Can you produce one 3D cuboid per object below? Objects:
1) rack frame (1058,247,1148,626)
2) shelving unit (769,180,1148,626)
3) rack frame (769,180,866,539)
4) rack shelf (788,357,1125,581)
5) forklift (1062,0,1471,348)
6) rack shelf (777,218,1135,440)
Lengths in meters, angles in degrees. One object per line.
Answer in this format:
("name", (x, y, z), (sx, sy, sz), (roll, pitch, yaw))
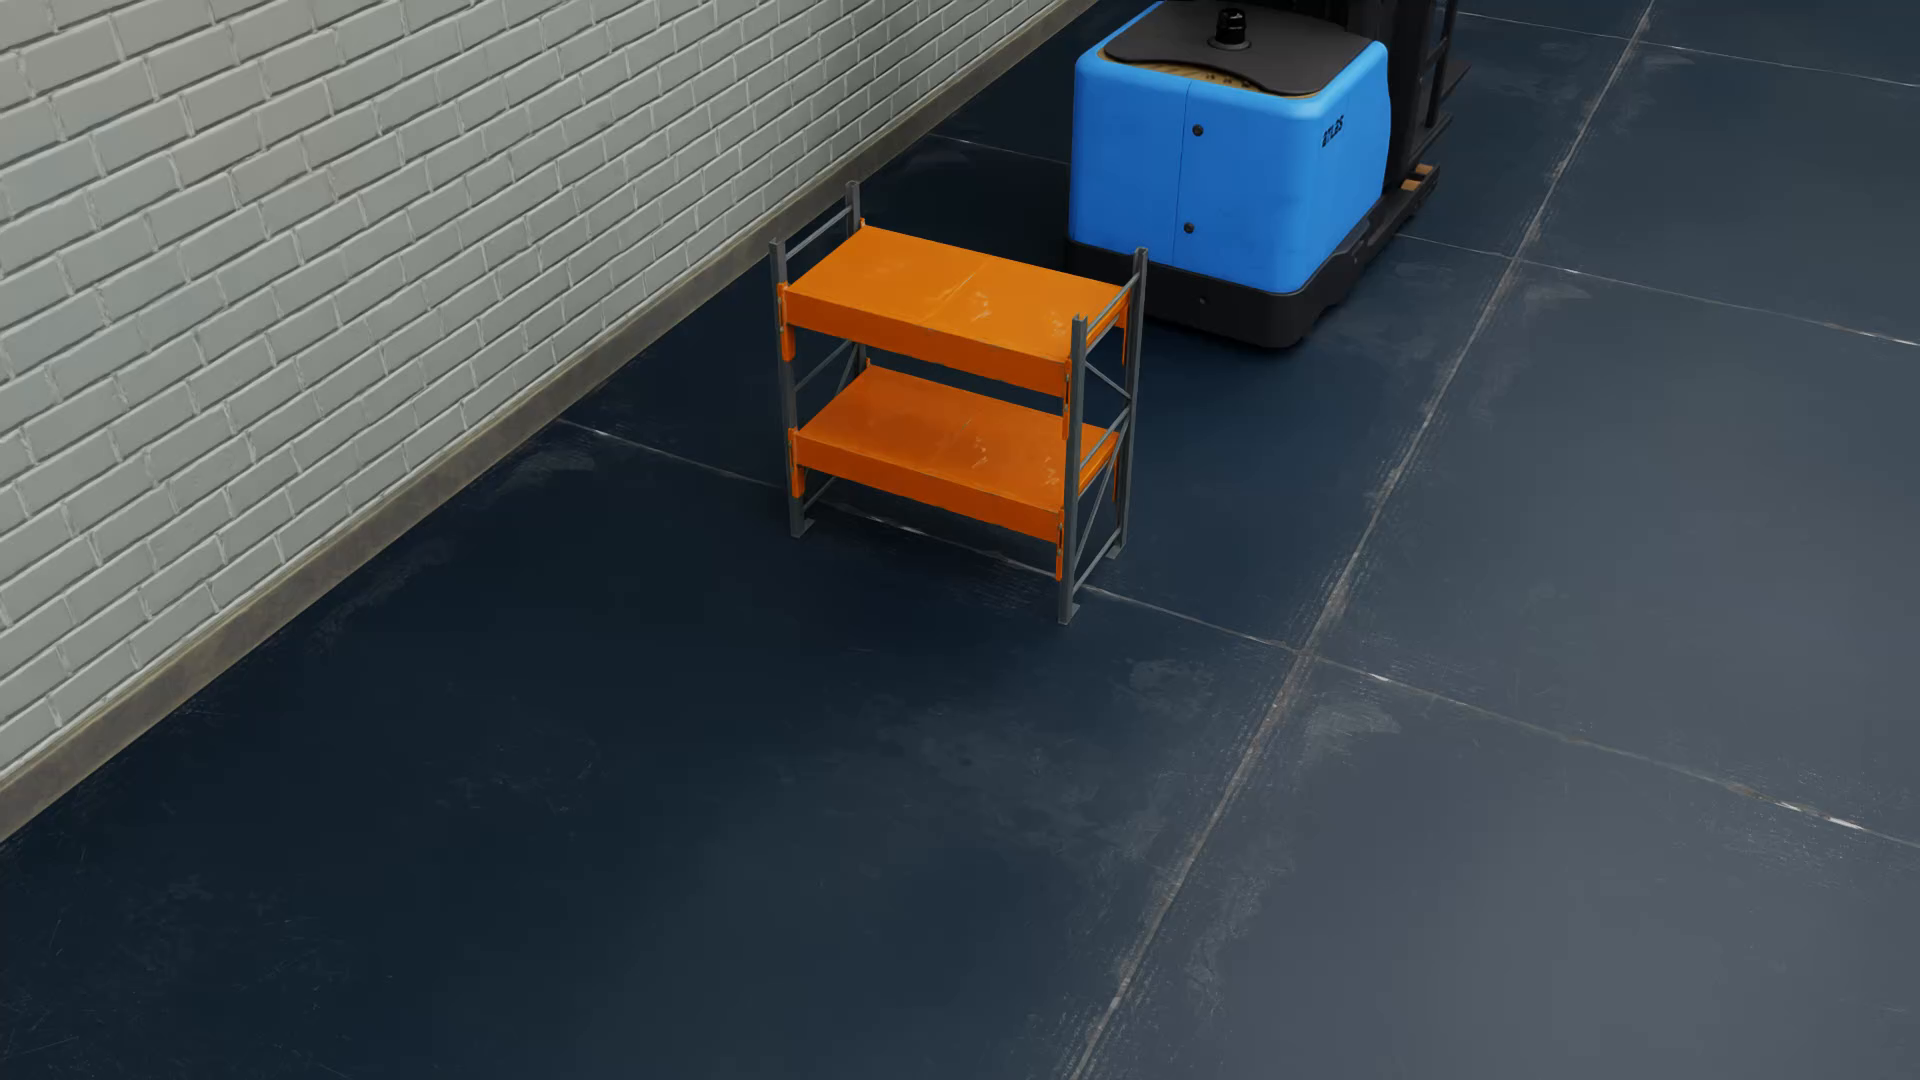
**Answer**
("rack frame", (0.445, -0.309, 5.226), (0.032, 1.125, 0.500), (17, 41, 21))
("shelving unit", (-0.006, -0.450, 5.412), (1.048, 1.125, 0.538), (17, 41, 21))
("rack frame", (-0.457, -0.591, 5.599), (0.032, 1.125, 0.500), (17, 41, 21))
("rack shelf", (-0.006, -0.255, 5.560), (1.000, 0.278, 0.538), (17, 41, 21))
("forklift", (1.611, -2.802, 7.017), (1.130, 2.935, 3.031), (19, 41, 24))
("rack shelf", (-0.006, -0.683, 5.235), (1.000, 0.278, 0.538), (17, 41, 21))
